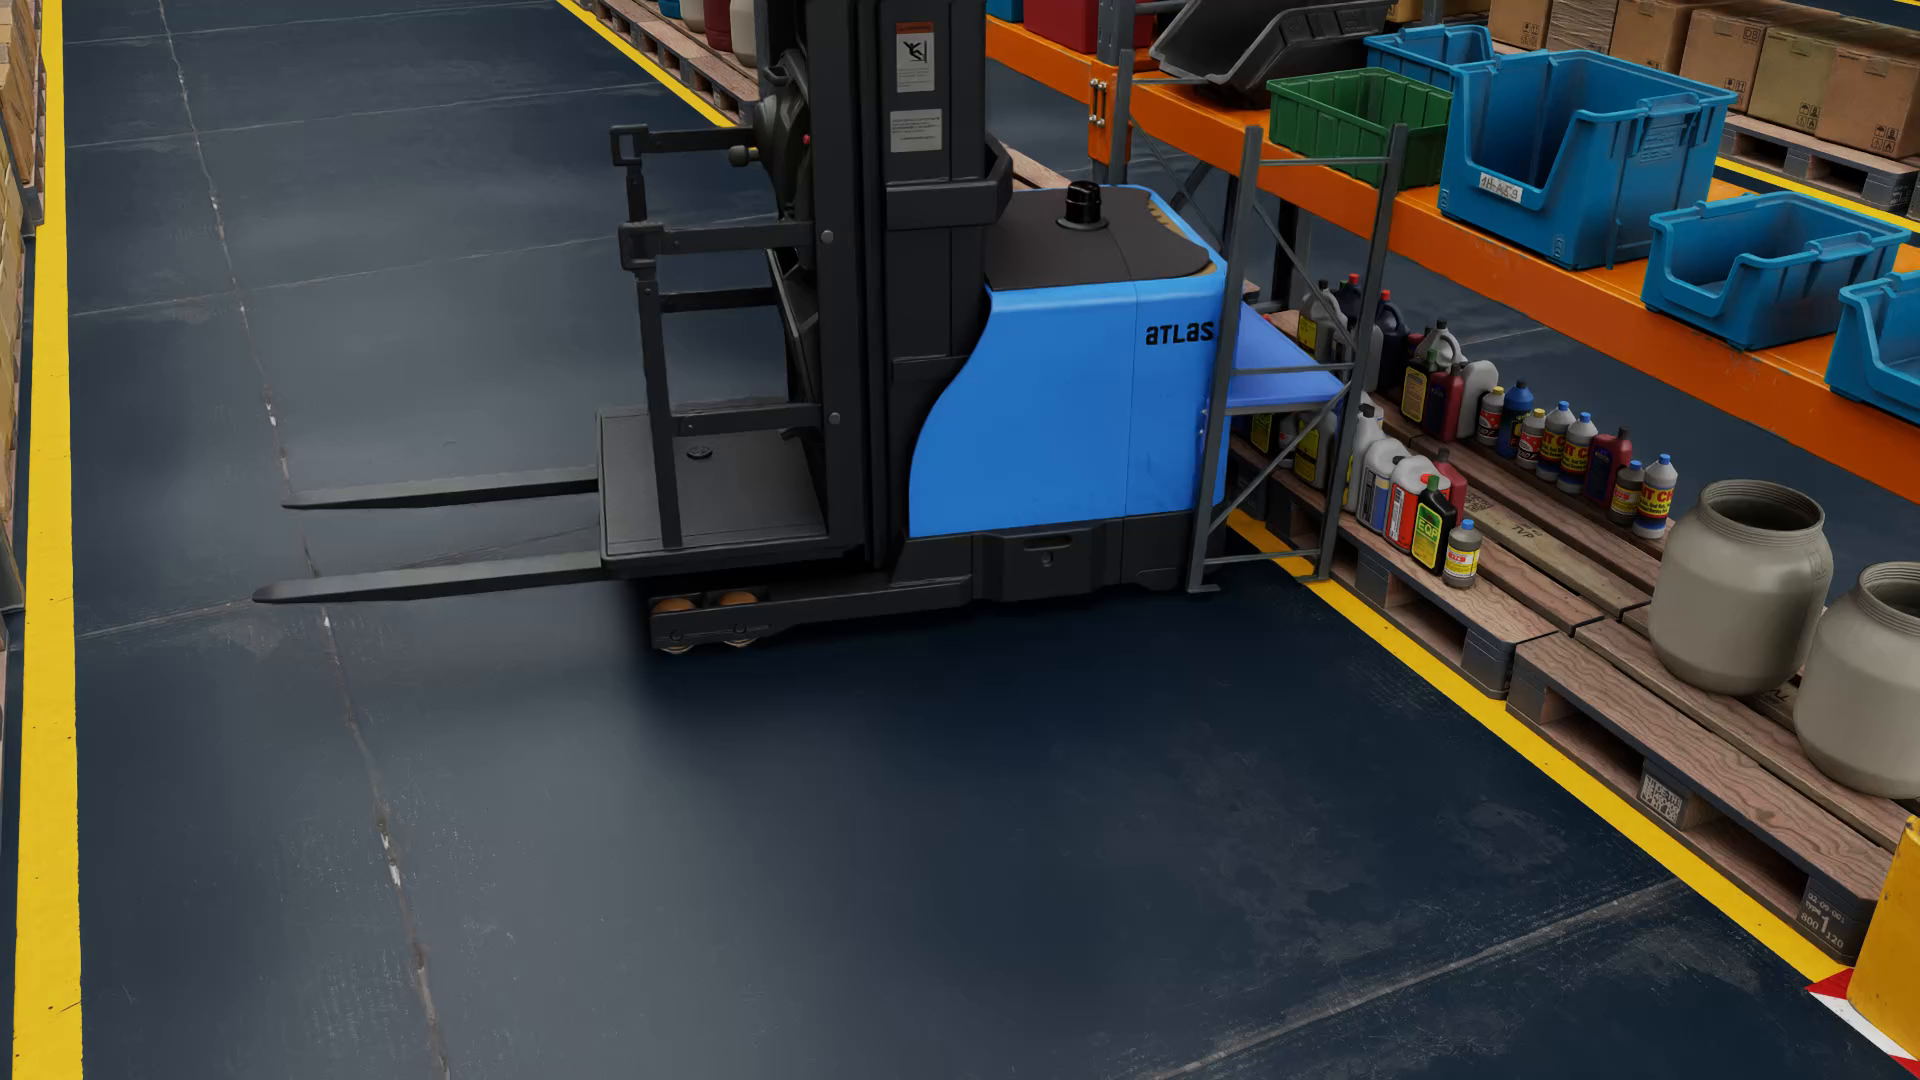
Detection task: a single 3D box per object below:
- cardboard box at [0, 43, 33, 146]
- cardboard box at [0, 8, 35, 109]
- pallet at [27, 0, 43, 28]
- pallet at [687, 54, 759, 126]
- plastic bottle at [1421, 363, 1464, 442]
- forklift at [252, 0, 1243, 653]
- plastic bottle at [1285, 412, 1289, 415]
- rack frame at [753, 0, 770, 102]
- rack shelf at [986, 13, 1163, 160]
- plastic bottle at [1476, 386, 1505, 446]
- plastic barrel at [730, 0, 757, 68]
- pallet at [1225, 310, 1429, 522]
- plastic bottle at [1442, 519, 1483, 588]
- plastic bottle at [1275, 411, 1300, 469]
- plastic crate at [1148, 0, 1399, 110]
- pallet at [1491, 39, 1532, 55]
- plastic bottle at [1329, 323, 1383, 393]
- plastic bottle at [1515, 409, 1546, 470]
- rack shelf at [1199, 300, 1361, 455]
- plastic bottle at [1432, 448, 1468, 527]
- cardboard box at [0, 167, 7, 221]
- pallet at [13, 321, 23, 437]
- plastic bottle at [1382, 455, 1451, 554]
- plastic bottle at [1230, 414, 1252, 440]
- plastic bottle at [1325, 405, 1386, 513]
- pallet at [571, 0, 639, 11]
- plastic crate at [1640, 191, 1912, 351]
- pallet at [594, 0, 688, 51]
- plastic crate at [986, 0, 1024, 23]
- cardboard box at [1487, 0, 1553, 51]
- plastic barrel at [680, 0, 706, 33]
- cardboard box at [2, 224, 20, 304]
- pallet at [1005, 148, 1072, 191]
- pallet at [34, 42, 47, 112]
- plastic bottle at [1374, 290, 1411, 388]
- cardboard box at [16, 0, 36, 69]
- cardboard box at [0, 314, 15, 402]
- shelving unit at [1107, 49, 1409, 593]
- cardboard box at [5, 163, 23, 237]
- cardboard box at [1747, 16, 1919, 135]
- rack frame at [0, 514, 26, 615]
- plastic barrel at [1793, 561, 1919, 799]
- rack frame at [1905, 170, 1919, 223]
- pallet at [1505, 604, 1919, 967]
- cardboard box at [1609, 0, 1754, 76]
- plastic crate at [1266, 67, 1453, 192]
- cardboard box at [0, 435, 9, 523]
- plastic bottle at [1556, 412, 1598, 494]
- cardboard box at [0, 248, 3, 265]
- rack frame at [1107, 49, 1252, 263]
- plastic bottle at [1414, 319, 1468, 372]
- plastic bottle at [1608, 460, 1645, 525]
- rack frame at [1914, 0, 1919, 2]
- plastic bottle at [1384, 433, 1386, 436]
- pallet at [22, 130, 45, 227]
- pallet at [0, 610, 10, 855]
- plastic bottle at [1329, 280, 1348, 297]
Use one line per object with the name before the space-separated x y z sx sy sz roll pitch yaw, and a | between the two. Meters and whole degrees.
cardboard box | -5.369 -2.365 9.006 0.500 0.500 0.500 -14 32 -24
cardboard box | -5.808 -2.817 9.812 0.500 0.500 0.500 -14 32 -24
pallet | -7.740 -4.166 12.963 1.003 0.211 1.213 -13 32 -22
pallet | -1.102 -2.934 10.766 1.003 0.211 1.213 -13 32 -22
plastic bottle | 1.719 -0.504 5.909 0.061 0.283 0.133 -13 32 -22
forklift | -0.703 -1.213 4.916 3.031 2.935 1.130 -6 30 -10
plastic bottle | 1.141 -0.461 5.845 0.097 0.271 0.097 0 29 0
rack frame | -0.726 -3.810 9.478 1.000 3.000 0.127 -13 32 -22
rack shelf | 0.132 -2.613 8.079 1.077 0.370 4.000 -13 32 -22
plastic bottle | 1.890 -0.444 5.887 0.097 0.201 0.097 0 29 0
plastic barrel | -1.275 -3.352 10.774 0.421 0.512 0.421 0 29 0
pallet | 1.242 -0.522 6.465 1.003 0.211 1.213 -13 32 -22
plastic bottle | 1.524 0.033 5.036 0.097 0.201 0.097 0 29 0
plastic bottle | 1.144 -0.358 5.732 0.097 0.201 0.097 0 29 0
plastic crate | 1.101 -1.758 5.882 0.767 0.338 0.504 -13 32 -22
pallet | 4.081 -3.289 11.399 1.003 0.211 1.213 -13 32 -22
plastic bottle | 1.487 -0.696 6.260 0.152 0.276 0.135 -13 32 -22
plastic bottle | 1.979 -0.353 5.725 0.097 0.201 0.097 0 29 0
rack shelf | 0.865 -0.593 5.597 0.538 0.185 1.000 -5 29 -15
plastic bottle | 1.536 -0.142 5.265 0.061 0.283 0.133 -13 32 -22
cardboard box | -4.525 -1.593 7.332 0.500 0.311 0.500 -14 32 -23
pallet | -4.363 -0.646 6.686 1.003 0.211 1.213 -13 32 -22
plastic bottle | 1.440 -0.117 5.226 0.152 0.276 0.135 -13 32 -22
plastic bottle | 1.044 -0.553 5.928 0.144 0.351 0.185 -15 32 -24
plastic bottle | 1.306 -0.283 5.446 0.144 0.351 0.185 -12 31 -20
pallet | -2.794 -4.678 13.876 1.003 0.211 1.213 -13 32 -22
plastic crate | 1.949 -0.658 4.008 0.499 0.251 0.408 -13 32 -22
pallet | -2.150 -4.011 12.688 1.003 0.211 1.213 -13 32 -22
plastic crate | 0.236 -2.458 7.084 0.392 0.384 0.575 -13 32 -22
cardboard box | 4.053 -3.660 11.316 0.700 0.500 0.500 -15 33 -25
plastic barrel | -1.760 -3.850 11.664 0.421 0.512 0.421 0 29 0
cardboard box | -4.318 -1.125 7.071 0.500 0.250 0.500 -12 32 -21
pallet | 0.091 -1.706 8.576 1.003 0.211 1.213 -13 32 -22
pallet | -6.535 -2.971 10.833 1.003 0.211 1.213 -13 32 -22
plastic bottle | 1.610 -0.771 6.317 0.144 0.351 0.185 -15 32 -24
cardboard box | -6.243 -3.263 10.607 0.500 0.500 0.500 -13 32 -22
cardboard box | -3.877 -0.673 6.266 0.500 0.250 0.500 -14 32 -23
shelving unit | 0.874 -0.752 5.514 0.538 1.500 1.048 -5 29 -15
cardboard box | -4.755 -1.575 7.873 0.500 0.250 0.500 -12 32 -21
cardboard box | 5.032 -2.675 9.560 0.700 0.500 0.500 -13 32 -22
rack frame | -3.484 -1.005 4.475 1.000 3.000 0.127 -13 32 -22
plastic barrel | 2.357 0.351 4.172 0.421 0.512 0.421 0 29 0
rack frame | 5.464 -3.083 8.182 1.000 3.000 0.127 -13 32 -22
pallet | 2.289 0.556 4.542 1.003 0.211 1.213 -13 32 -22
cardboard box | 4.552 -3.169 10.440 0.700 0.500 0.500 -10 31 -18
plastic crate | 1.319 -1.292 5.204 0.450 0.188 0.662 -13 32 -22
cardboard box | -3.434 -0.219 5.456 0.500 0.250 0.500 -14 32 -23
plastic bottle | 2.064 -0.296 5.551 0.097 0.271 0.097 0 29 0
cardboard box | -4.098 -1.147 6.537 0.500 0.311 0.500 -12 32 -21
rack frame | 0.739 -0.986 5.944 0.500 1.500 0.032 -5 29 -15
plastic bottle | 1.749 -0.629 6.063 0.144 0.351 0.185 -13 32 -22
plastic bottle | 2.167 -0.160 5.380 0.097 0.201 0.097 0 29 0
rack frame | 8.270 -5.847 13.111 1.000 3.000 0.127 -13 32 -22
plastic bottle | 1.396 -0.262 5.562 0.097 0.201 0.097 0 29 0
pallet | -5.488 -1.893 8.911 1.003 0.211 1.213 -13 32 -22
pallet | -3.181 0.571 4.515 1.003 0.211 1.213 -13 32 -22
plastic bottle | 1.495 -0.907 6.629 0.061 0.283 0.133 -11 31 -20
